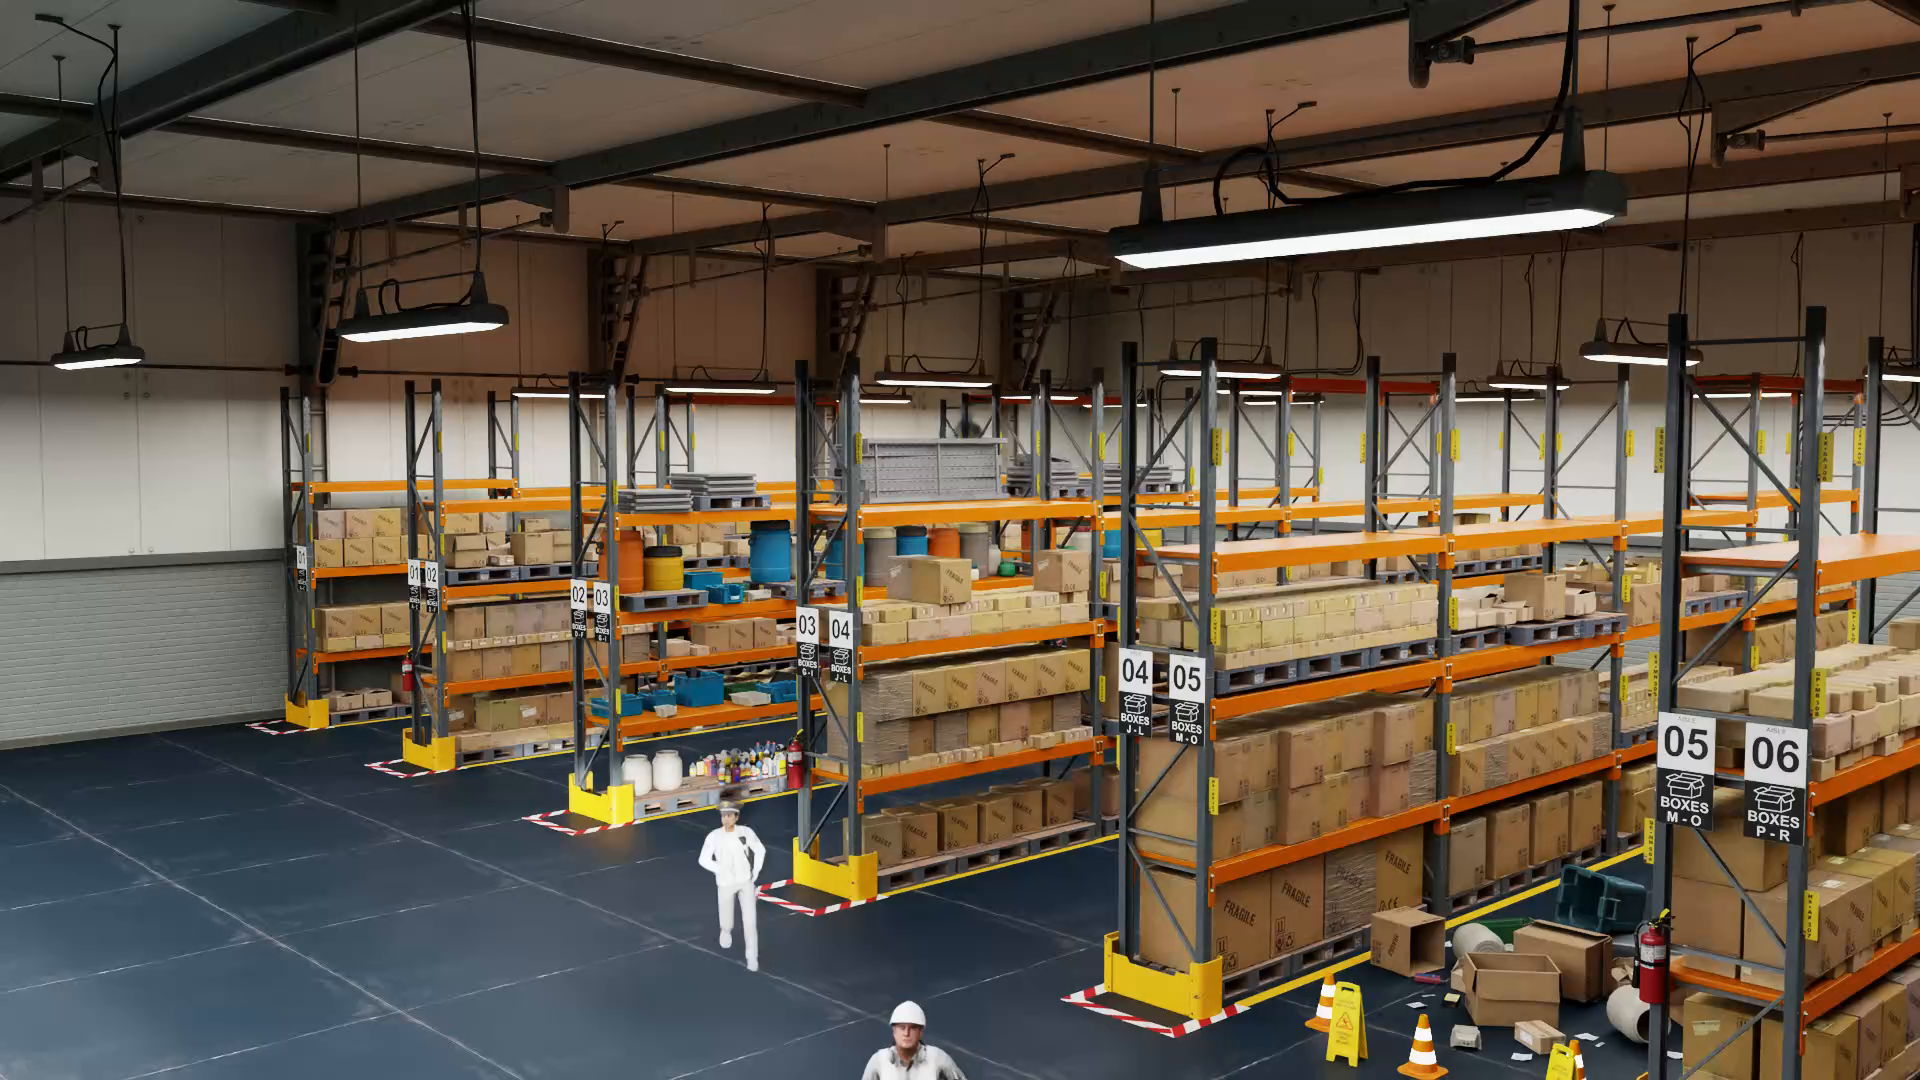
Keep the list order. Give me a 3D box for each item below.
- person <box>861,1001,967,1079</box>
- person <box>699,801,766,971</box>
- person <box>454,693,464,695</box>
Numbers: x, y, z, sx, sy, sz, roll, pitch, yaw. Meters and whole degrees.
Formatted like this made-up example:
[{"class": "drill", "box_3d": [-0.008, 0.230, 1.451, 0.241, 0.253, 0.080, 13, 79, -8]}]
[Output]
[{"class": "person", "box_3d": [-0.299, 3.657, 10.043, 0.698, 1.736, 0.591, 0, 4, 3]}, {"class": "person", "box_3d": [-2.216, 3.334, 16.237, 0.643, 1.643, 0.628, -1, 4, -9]}, {"class": "person", "box_3d": [-8.570, 2.550, 28.167, 0.519, 1.626, 0.797, 2, 4, 26]}]
